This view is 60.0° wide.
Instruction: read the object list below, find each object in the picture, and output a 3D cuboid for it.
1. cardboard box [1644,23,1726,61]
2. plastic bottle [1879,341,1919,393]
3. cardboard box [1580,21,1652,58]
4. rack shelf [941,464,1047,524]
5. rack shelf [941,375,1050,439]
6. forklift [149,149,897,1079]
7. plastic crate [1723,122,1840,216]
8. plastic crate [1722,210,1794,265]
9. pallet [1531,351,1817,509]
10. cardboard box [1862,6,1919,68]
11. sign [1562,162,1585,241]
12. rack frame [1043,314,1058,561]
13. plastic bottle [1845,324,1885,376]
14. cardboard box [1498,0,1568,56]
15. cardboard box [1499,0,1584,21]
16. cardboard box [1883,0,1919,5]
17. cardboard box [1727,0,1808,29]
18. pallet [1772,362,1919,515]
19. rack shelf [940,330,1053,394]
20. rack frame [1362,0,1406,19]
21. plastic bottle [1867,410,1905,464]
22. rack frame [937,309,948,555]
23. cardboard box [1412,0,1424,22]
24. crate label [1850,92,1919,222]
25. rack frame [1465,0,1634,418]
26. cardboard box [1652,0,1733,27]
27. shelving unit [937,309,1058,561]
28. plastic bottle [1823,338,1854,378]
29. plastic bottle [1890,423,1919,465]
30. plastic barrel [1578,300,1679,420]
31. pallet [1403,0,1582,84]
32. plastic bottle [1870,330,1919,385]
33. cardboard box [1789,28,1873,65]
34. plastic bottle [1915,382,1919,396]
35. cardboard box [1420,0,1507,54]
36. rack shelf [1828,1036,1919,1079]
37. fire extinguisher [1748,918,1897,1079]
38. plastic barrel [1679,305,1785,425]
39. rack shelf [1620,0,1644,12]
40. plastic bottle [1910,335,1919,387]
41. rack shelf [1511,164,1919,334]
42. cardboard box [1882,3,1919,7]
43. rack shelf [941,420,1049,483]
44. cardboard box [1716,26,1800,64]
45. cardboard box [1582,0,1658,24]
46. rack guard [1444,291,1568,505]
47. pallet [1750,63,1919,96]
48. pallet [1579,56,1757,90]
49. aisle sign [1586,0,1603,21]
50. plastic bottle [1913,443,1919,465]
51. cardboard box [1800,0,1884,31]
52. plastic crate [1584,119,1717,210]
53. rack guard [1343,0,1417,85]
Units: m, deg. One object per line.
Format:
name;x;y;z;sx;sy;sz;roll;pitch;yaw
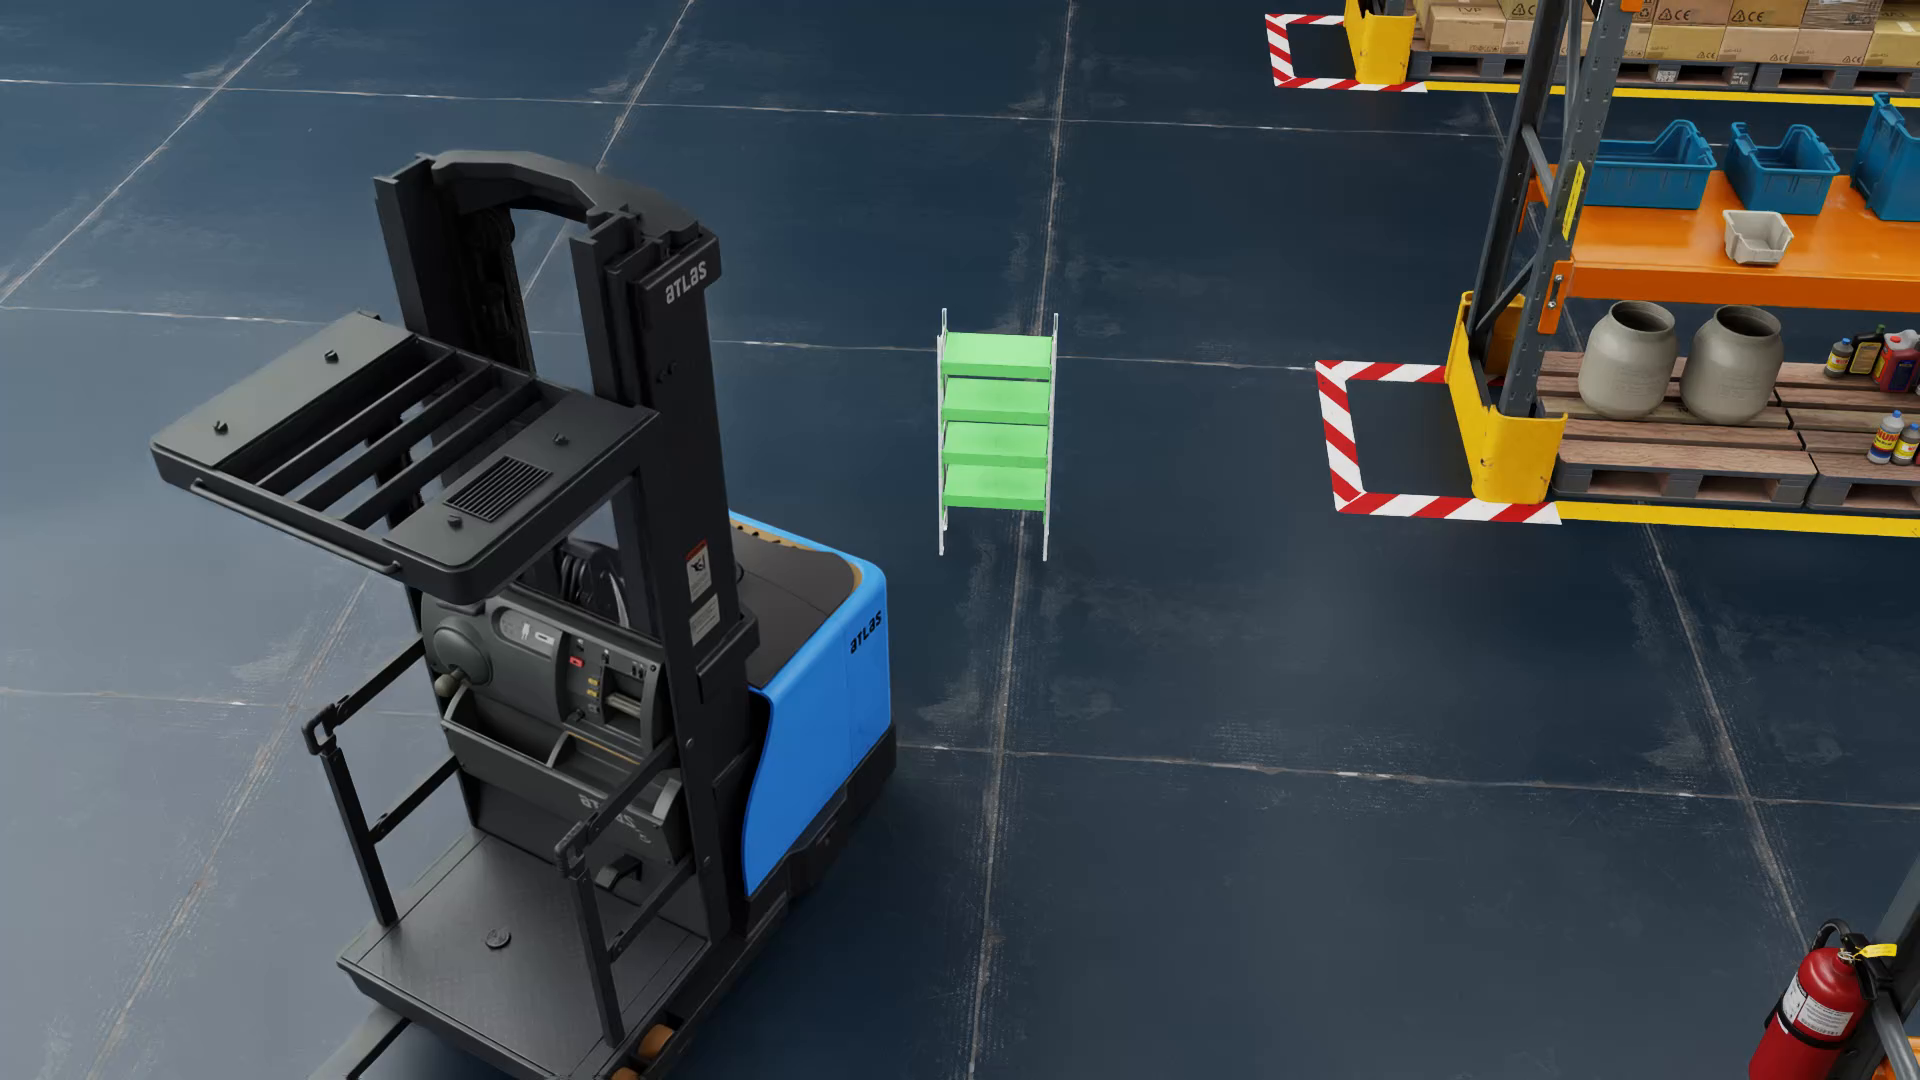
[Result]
cardboard box;5.110;-3.644;11.866;0.500;0.250;0.500;3;39;4
plastic bottle;4.777;-0.879;8.427;0.133;0.283;0.061;3;39;4
cardboard box;4.612;-3.674;11.904;0.500;0.250;0.500;3;39;4
rack shelf;0.165;-0.221;7.722;0.480;0.148;0.258;3;39;4
rack shelf;0.165;-0.593;7.419;0.480;0.148;0.258;3;39;4
forklift;-1.414;0.460;5.034;1.130;2.935;3.031;19;43;22
plastic crate;3.840;-1.748;7.810;0.408;0.251;0.499;3;39;4
plastic crate;3.533;-1.331;7.388;0.250;0.136;0.298;3;39;4
pallet;3.558;-0.580;8.466;1.213;0.211;1.003;3;39;4
cardboard box;6.605;-3.566;11.770;0.500;0.250;0.500;3;39;4
sign;2.617;-1.446;7.101;0.005;0.325;0.100;3;39;4
rack frame;0.408;-0.443;7.514;0.015;1.200;0.240;3;39;4
plastic bottle;4.655;-0.982;8.554;0.133;0.283;0.061;4;39;5
cardboard box;4.114;-3.702;11.937;0.500;0.250;0.500;3;39;4
cardboard box;4.114;-3.991;11.699;0.500;0.500;0.500;3;39;4
cardboard box;6.650;-4.191;11.944;0.500;0.500;0.500;3;39;4
cardboard box;5.609;-3.916;11.607;0.500;0.500;0.500;3;39;4
pallet;4.770;-0.512;8.383;1.213;0.211;1.003;3;39;4
rack shelf;0.165;-0.779;7.268;0.480;0.148;0.258;3;39;4
rack frame;3.100;-4.799;11.440;0.127;3.000;1.000;3;39;4
plastic bottle;4.449;-0.502;7.974;0.097;0.271;0.097;0;39;0
rack frame;-0.078;-0.470;7.547;0.015;1.200;0.240;3;39;4
cardboard box;3.660;-4.052;12.368;0.500;0.250;0.500;3;39;4
crate label;4.526;-1.768;7.688;0.616;0.435;0.502;3;39;4
rack frame;2.669;-1.684;7.613;0.127;3.000;1.000;3;39;4
cardboard box;5.110;-3.934;11.629;0.500;0.500;0.500;3;39;4
shelving unit;0.165;-0.456;7.531;0.503;1.200;0.258;3;39;4
plastic bottle;4.537;-0.945;8.574;0.097;0.201;0.097;0;39;0
plastic bottle;4.552;-0.469;7.989;0.097;0.201;0.097;0;39;0
plastic barrel;3.332;-0.894;8.281;0.421;0.512;0.421;0;39;0
pallet;3.866;-3.702;12.302;1.213;0.211;1.003;3;39;4
plastic bottle;4.786;-0.943;8.512;0.135;0.276;0.152;3;39;4
cardboard box;6.107;-3.599;11.811;0.500;0.250;0.500;3;39;4
plastic bottle;4.932;-0.827;8.429;0.097;0.201;0.097;0;39;0
cardboard box;3.615;-3.726;11.968;0.500;0.250;0.500;3;39;4
rack shelf;4.234;1.819;3.880;4.000;0.370;1.077;3;39;4
fire extinguisher;2.168;1.165;4.174;0.183;0.674;0.296;3;39;4
plastic barrel;3.831;-0.867;8.248;0.421;0.512;0.421;0;39;0
rack shelf;4.662;-2.459;6.760;4.000;0.370;1.077;3;39;4
plastic bottle;4.924;-0.936;8.503;0.135;0.276;0.152;2;39;3
rack shelf;4.662;-1.296;7.707;4.000;0.370;1.077;3;39;4
cardboard box;6.650;-3.894;12.173;0.500;0.250;0.500;3;39;4
rack shelf;0.165;-0.407;7.571;0.480;0.148;0.258;3;39;4
cardboard box;5.608;-3.617;11.833;0.500;0.250;0.500;3;39;4
cardboard box;4.613;-3.972;11.676;0.500;0.500;0.500;3;39;4
rack guard;2.749;-0.740;8.434;0.348;0.500;1.175;3;39;4
pallet;6.297;-3.570;12.139;1.213;0.211;1.003;3;39;4
pallet;5.078;-3.634;12.218;1.213;0.211;1.003;3;39;4
aisle sign;2.572;-2.512;6.571;0.004;0.787;0.394;3;39;4
plastic bottle;4.673;-0.483;7.941;0.133;0.283;0.061;4;39;5
cardboard box;6.107;-3.891;11.576;0.500;0.500;0.500;3;39;4
plastic crate;3.194;-1.787;7.858;0.616;0.251;0.499;3;39;4
rack guard;3.076;-3.831;12.231;0.348;0.500;1.175;3;39;4
